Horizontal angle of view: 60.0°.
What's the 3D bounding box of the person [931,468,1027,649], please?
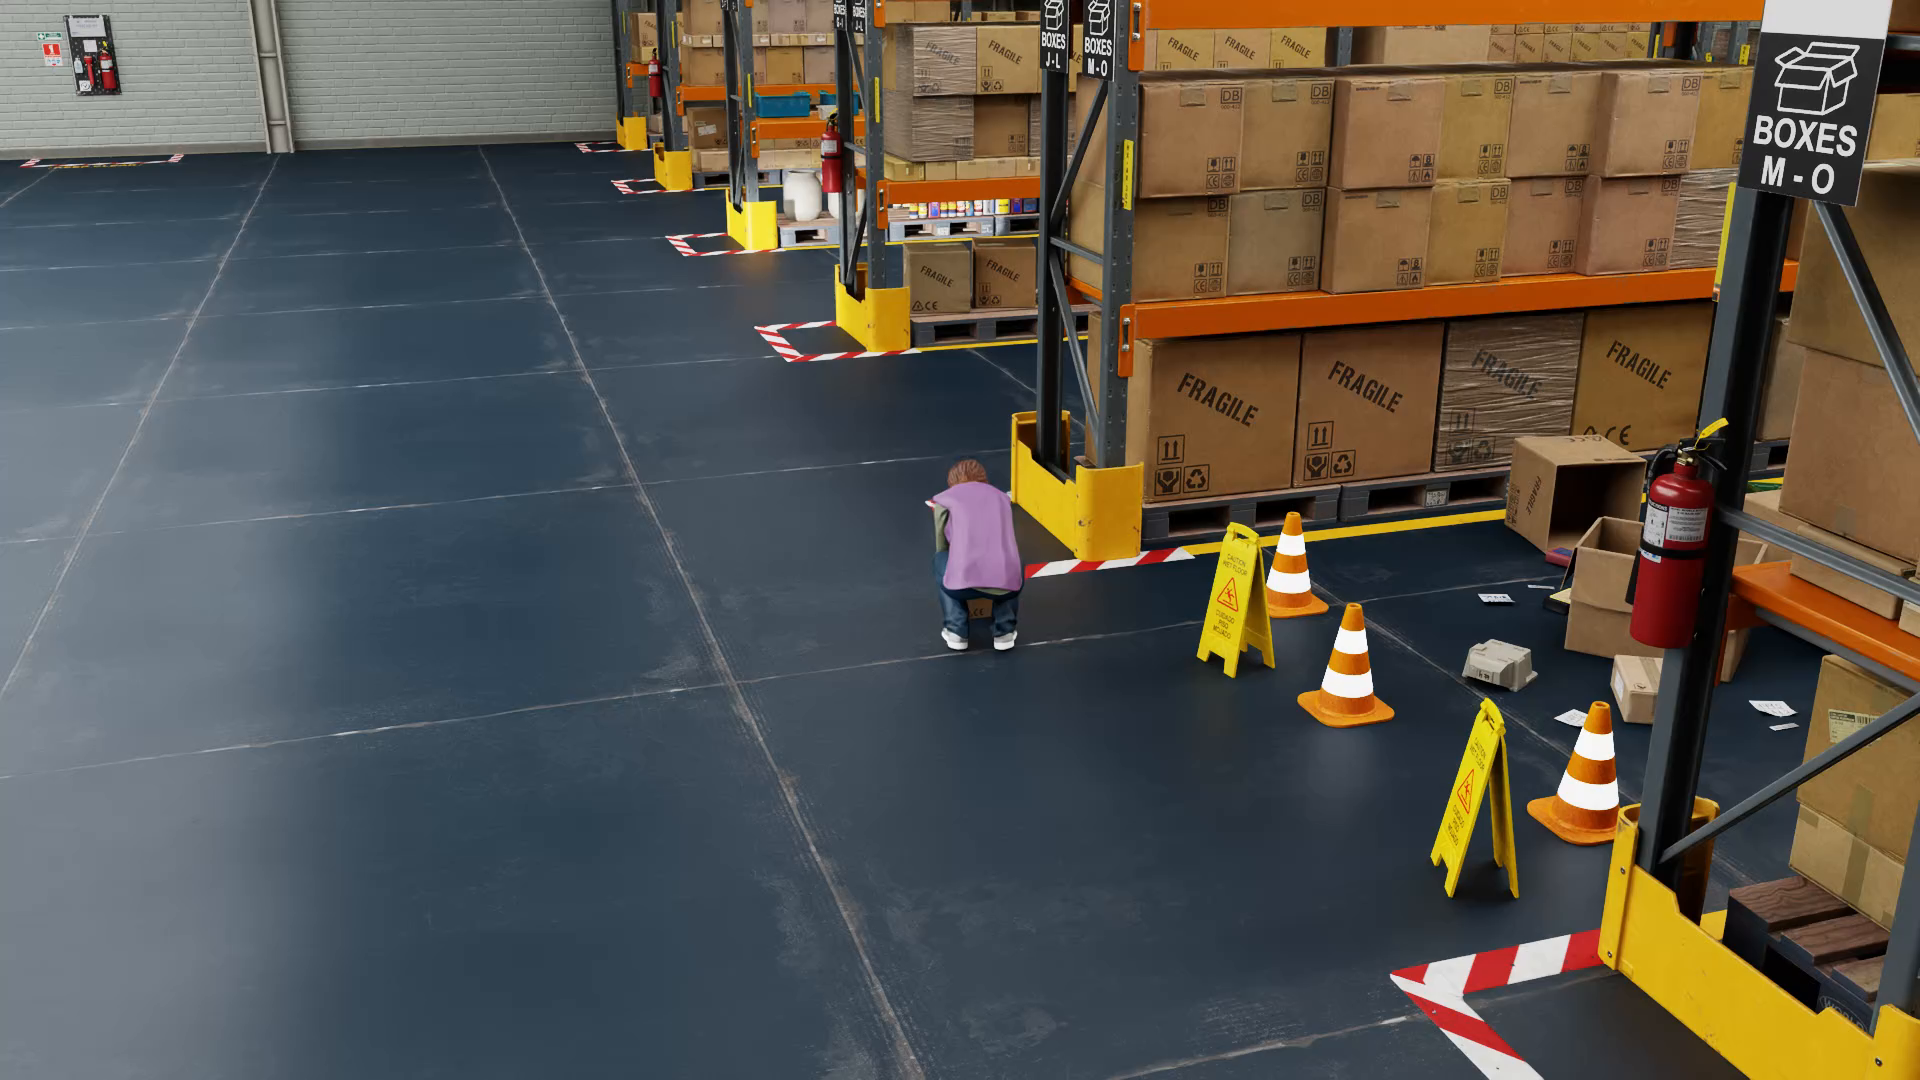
[{"bbox_3d":[0.083,0.030,7.643,0.429,0.838,0.858,-1,20,-3],"label":"person"}]
